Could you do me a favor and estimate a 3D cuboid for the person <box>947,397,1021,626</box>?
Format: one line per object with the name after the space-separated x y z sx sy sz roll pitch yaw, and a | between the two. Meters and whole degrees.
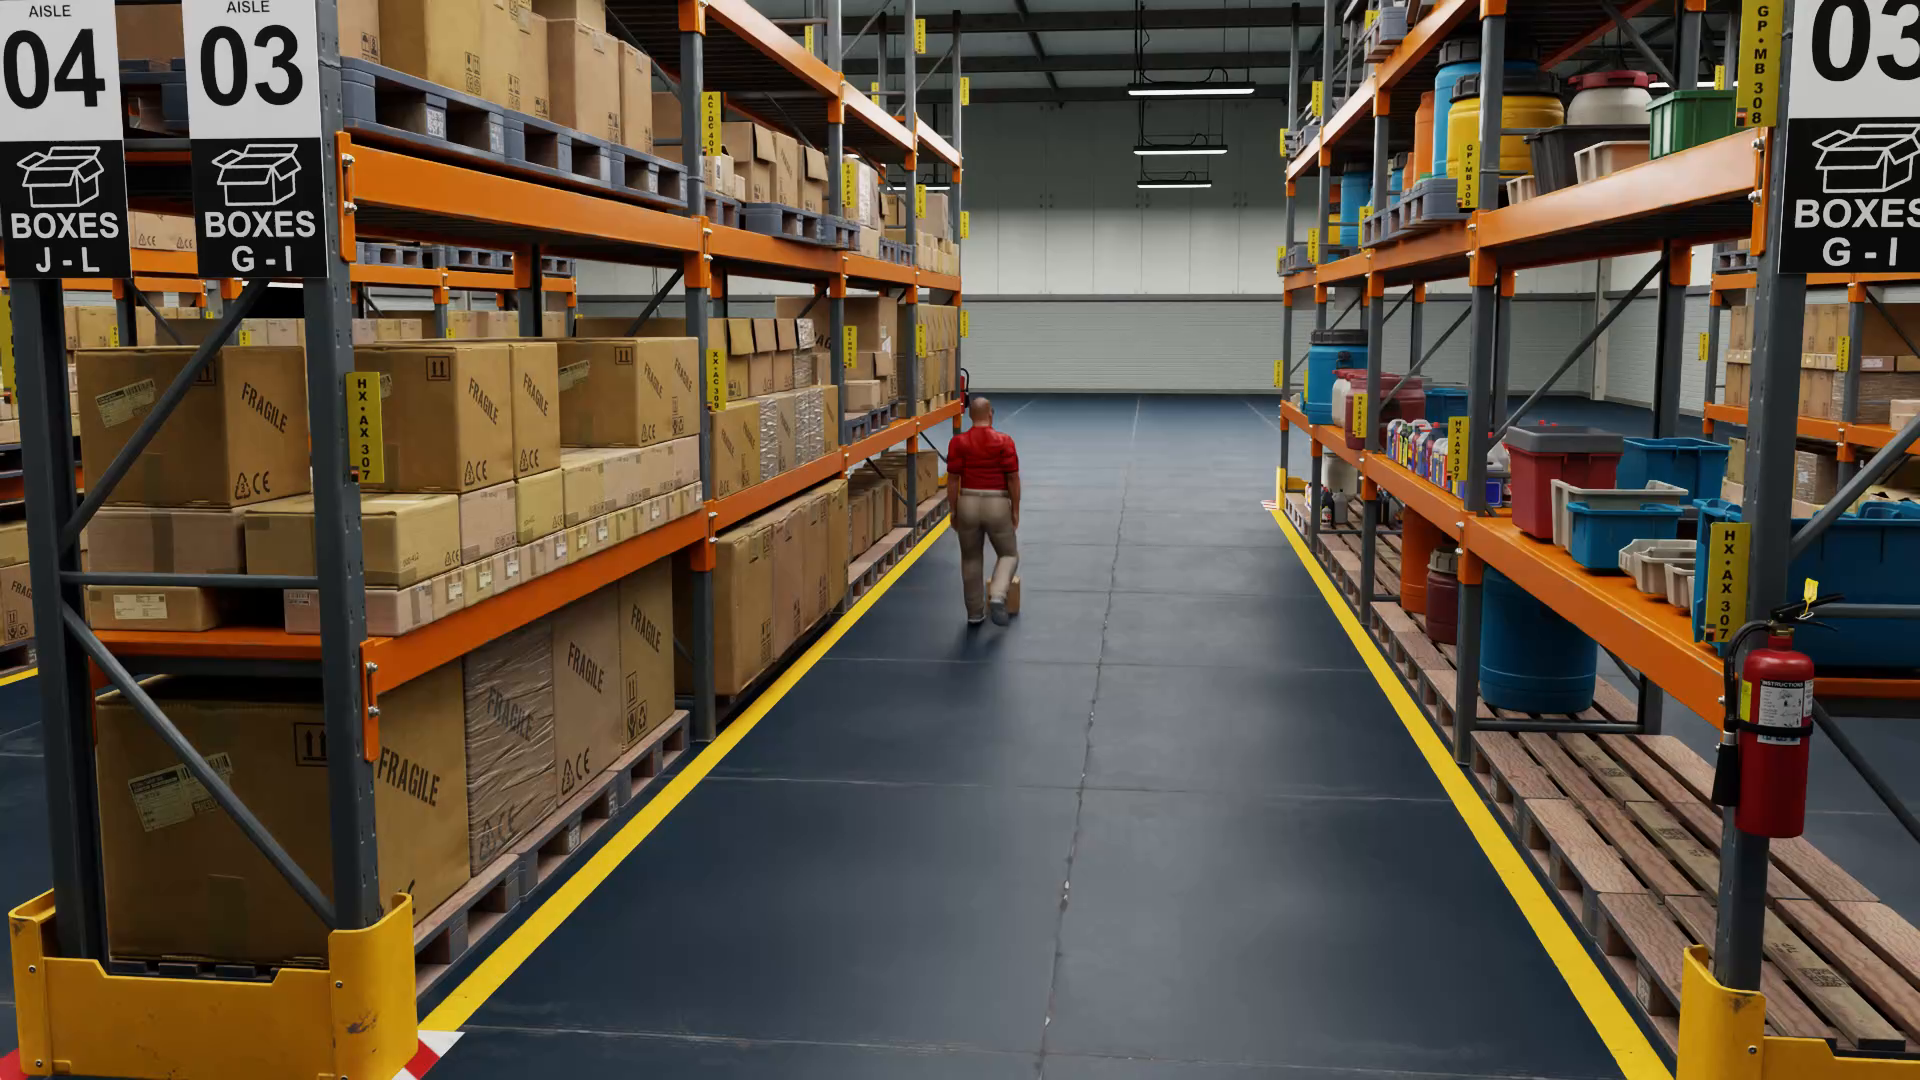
0.186 -0.208 12.356 0.556 1.711 0.695 1 8 11 | person
